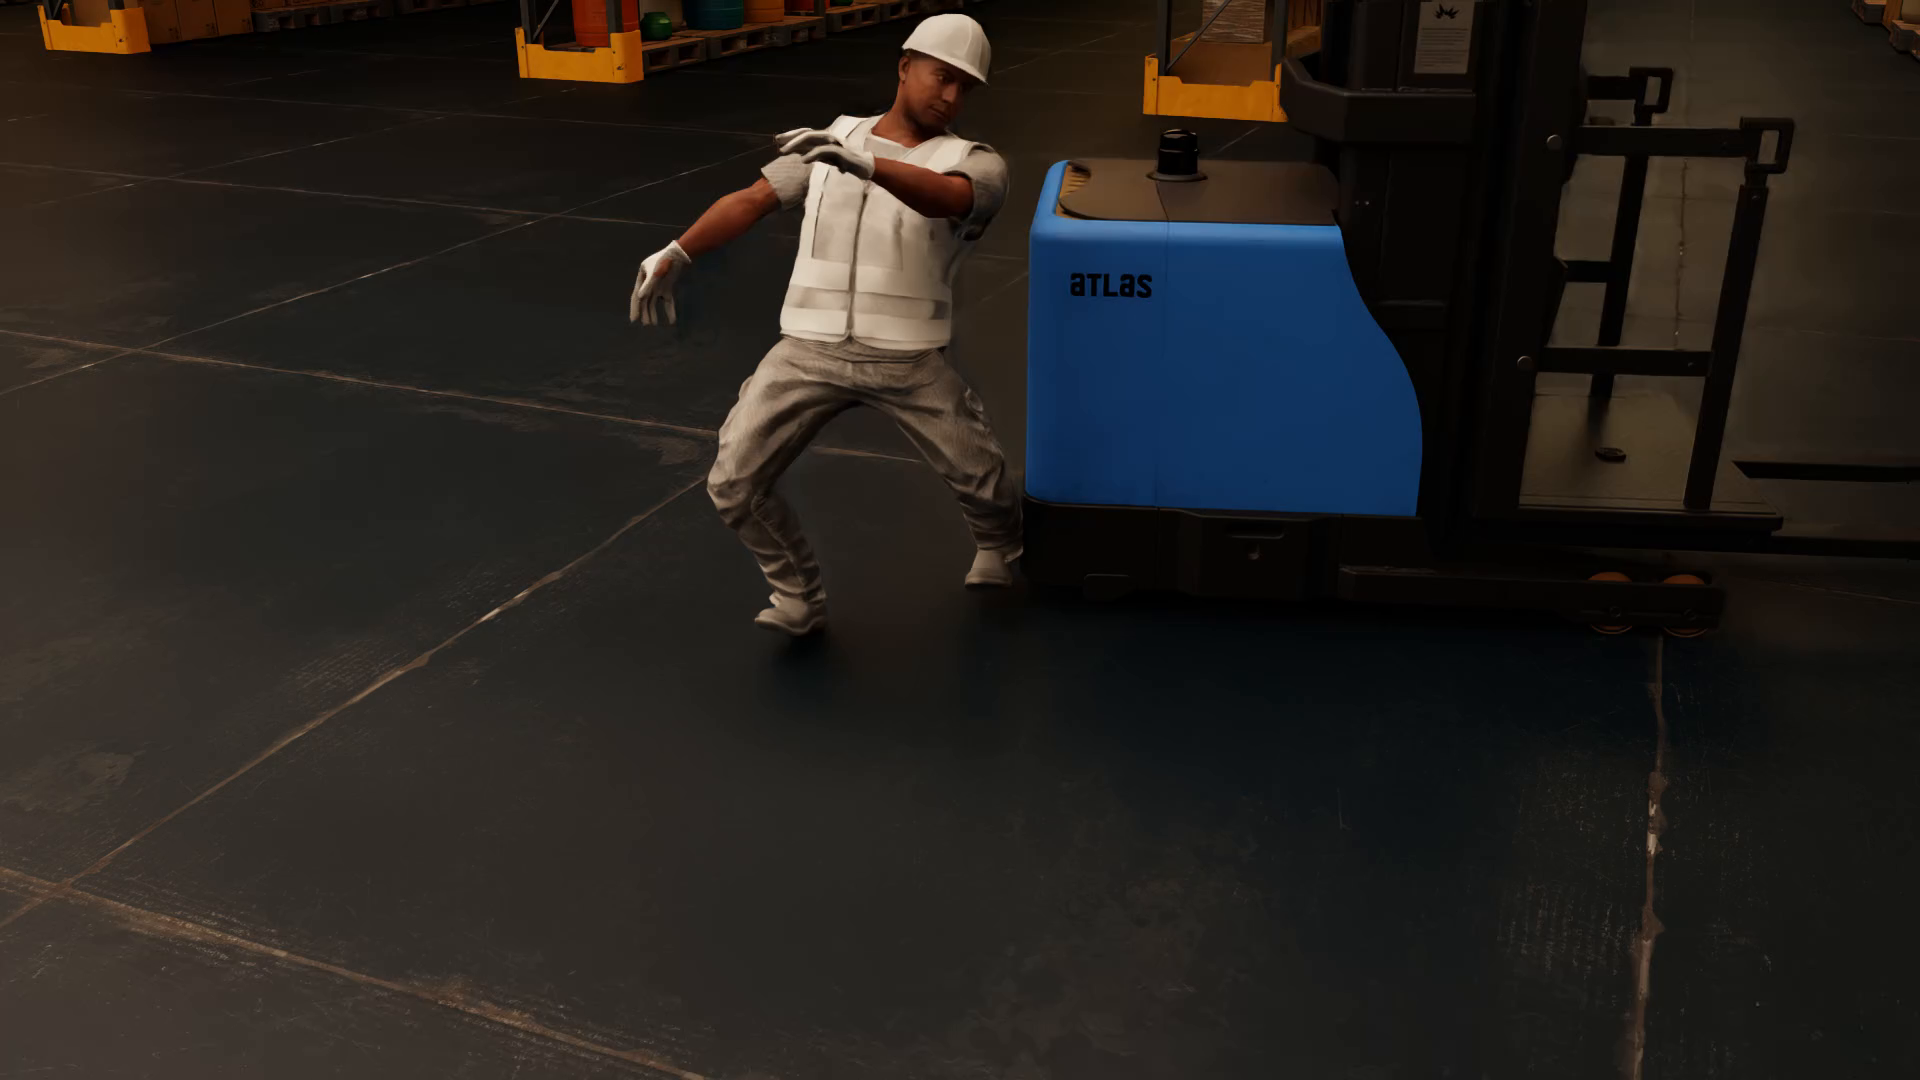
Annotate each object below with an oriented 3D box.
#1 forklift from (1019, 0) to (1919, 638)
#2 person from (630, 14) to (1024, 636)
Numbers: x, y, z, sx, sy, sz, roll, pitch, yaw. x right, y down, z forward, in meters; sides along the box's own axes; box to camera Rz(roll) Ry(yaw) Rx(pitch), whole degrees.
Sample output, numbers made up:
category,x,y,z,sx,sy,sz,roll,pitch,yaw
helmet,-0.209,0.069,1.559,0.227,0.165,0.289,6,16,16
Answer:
category,x,y,z,sx,sy,sz,roll,pitch,yaw
forklift,1.718,-1.306,4.416,3.031,2.935,1.130,2,23,5
person,-0.334,-0.482,4.176,0.977,1.575,0.839,3,23,7
